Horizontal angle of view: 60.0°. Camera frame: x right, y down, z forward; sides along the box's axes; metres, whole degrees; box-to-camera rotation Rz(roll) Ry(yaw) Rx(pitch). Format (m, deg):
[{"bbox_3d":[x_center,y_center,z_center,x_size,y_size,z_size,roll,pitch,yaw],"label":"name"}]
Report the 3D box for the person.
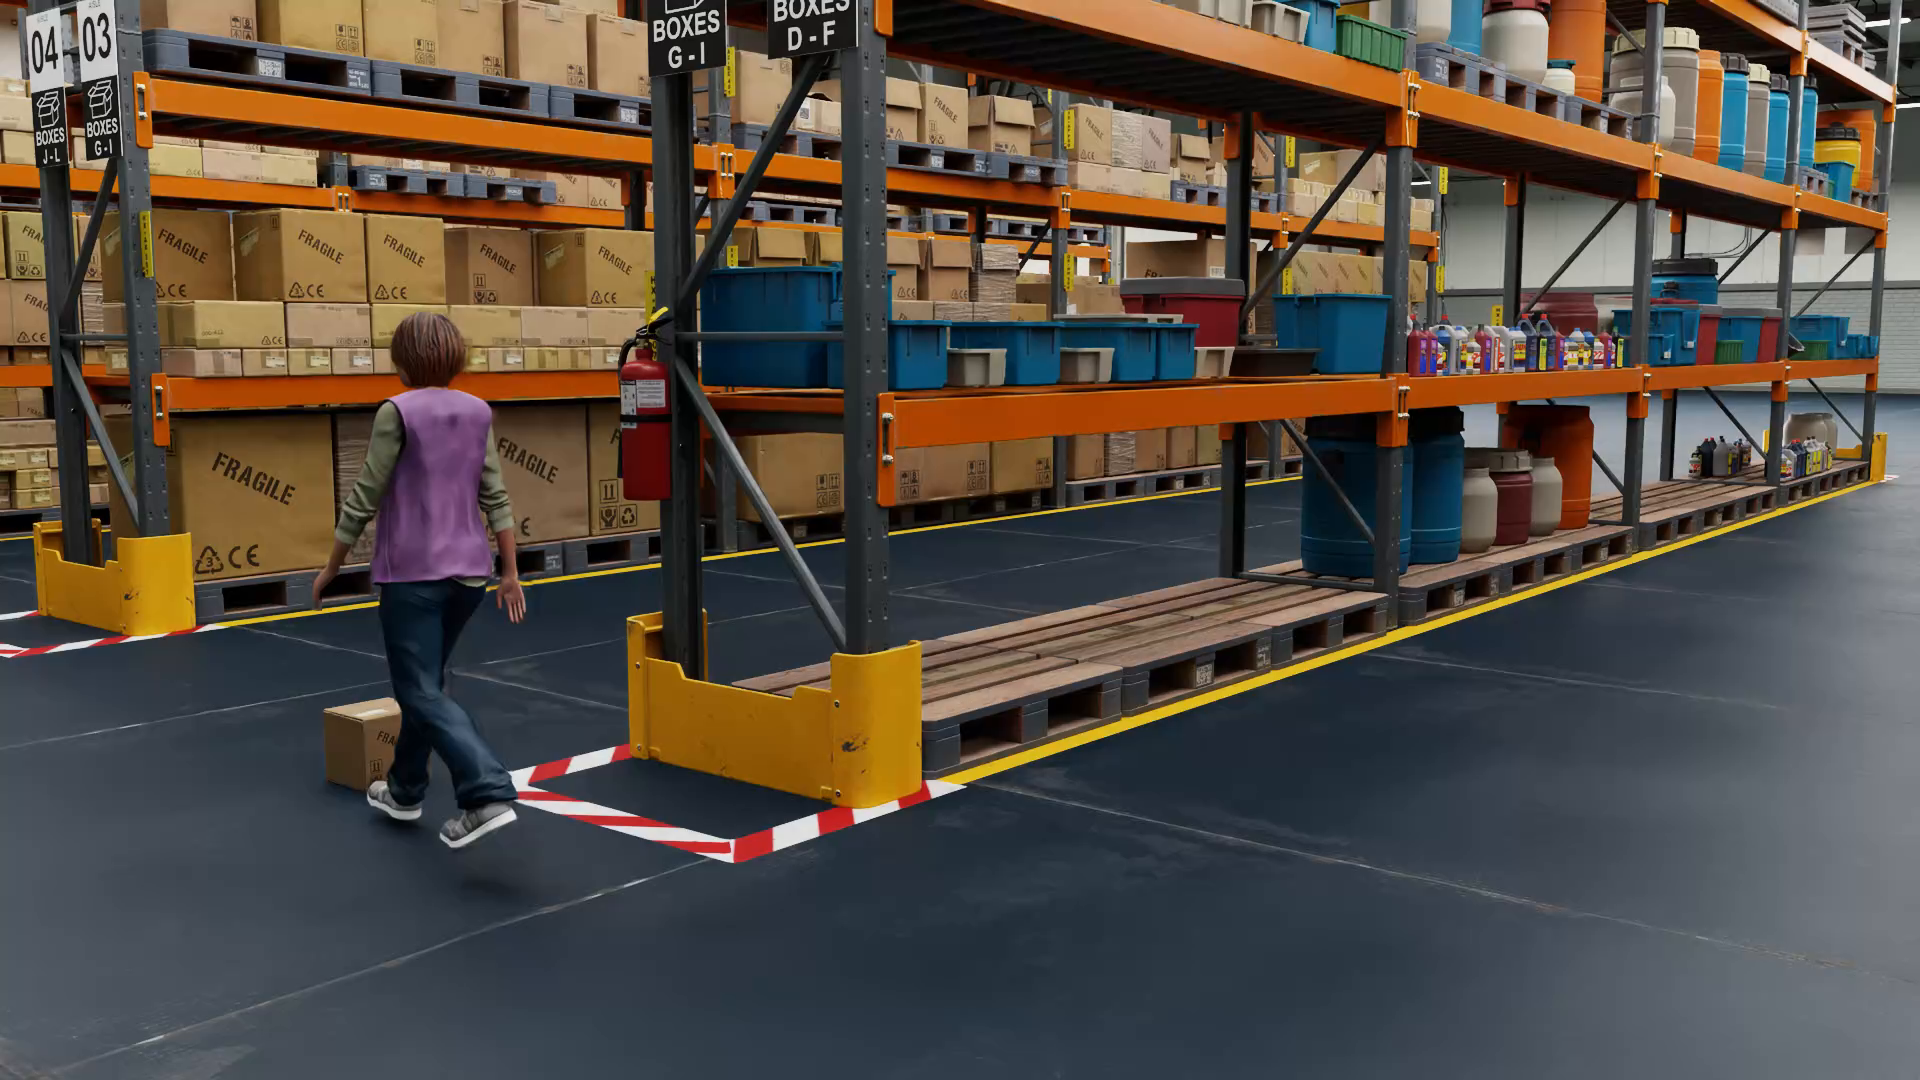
[{"bbox_3d":[-1.549,0.110,4.869,0.921,1.550,0.489,5,9,37],"label":"person"}]
